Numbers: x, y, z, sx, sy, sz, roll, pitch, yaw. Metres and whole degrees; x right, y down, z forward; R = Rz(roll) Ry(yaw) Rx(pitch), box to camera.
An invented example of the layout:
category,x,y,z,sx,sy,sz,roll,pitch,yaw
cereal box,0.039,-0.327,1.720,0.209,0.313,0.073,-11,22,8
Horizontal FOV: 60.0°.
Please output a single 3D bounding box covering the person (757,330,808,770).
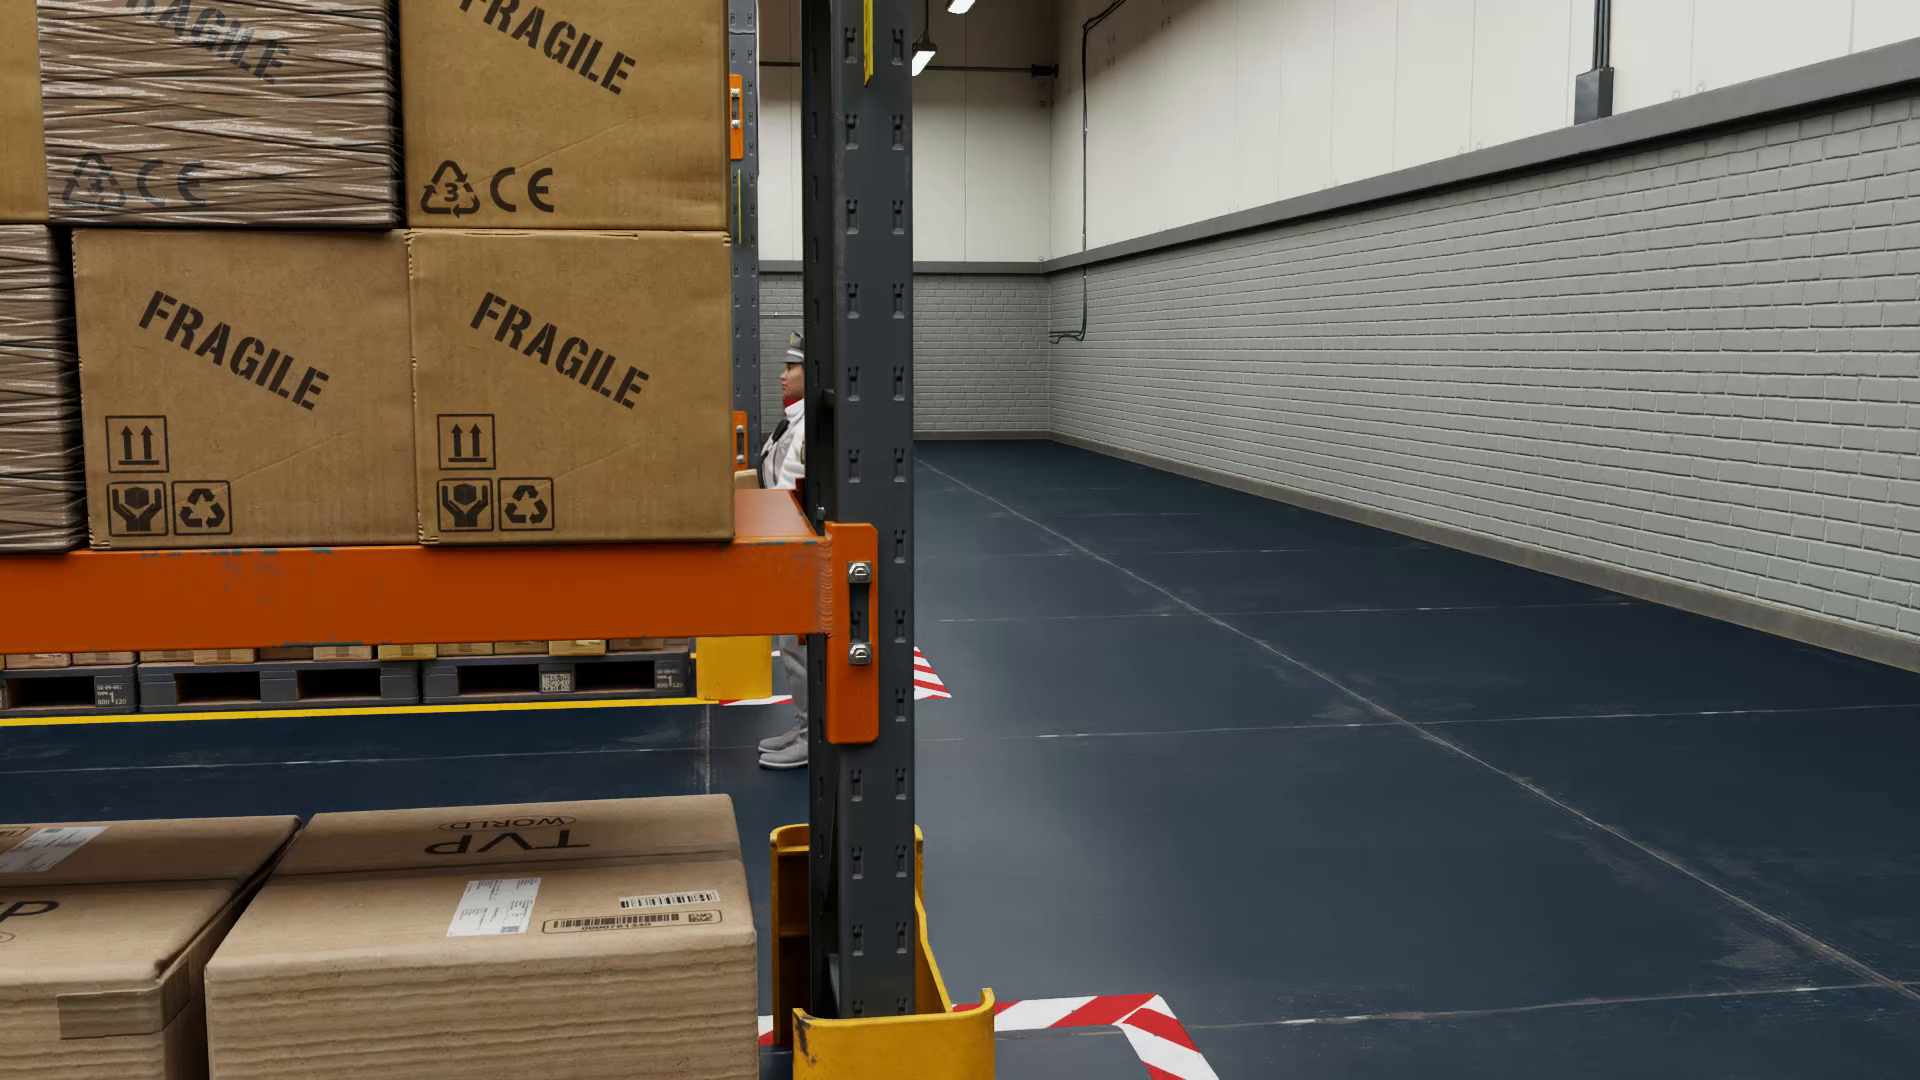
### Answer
category,x,y,z,sx,sy,sz,roll,pitch,yaw
person,-0.694,0.030,6.487,0.540,1.689,0.460,-1,7,-8
